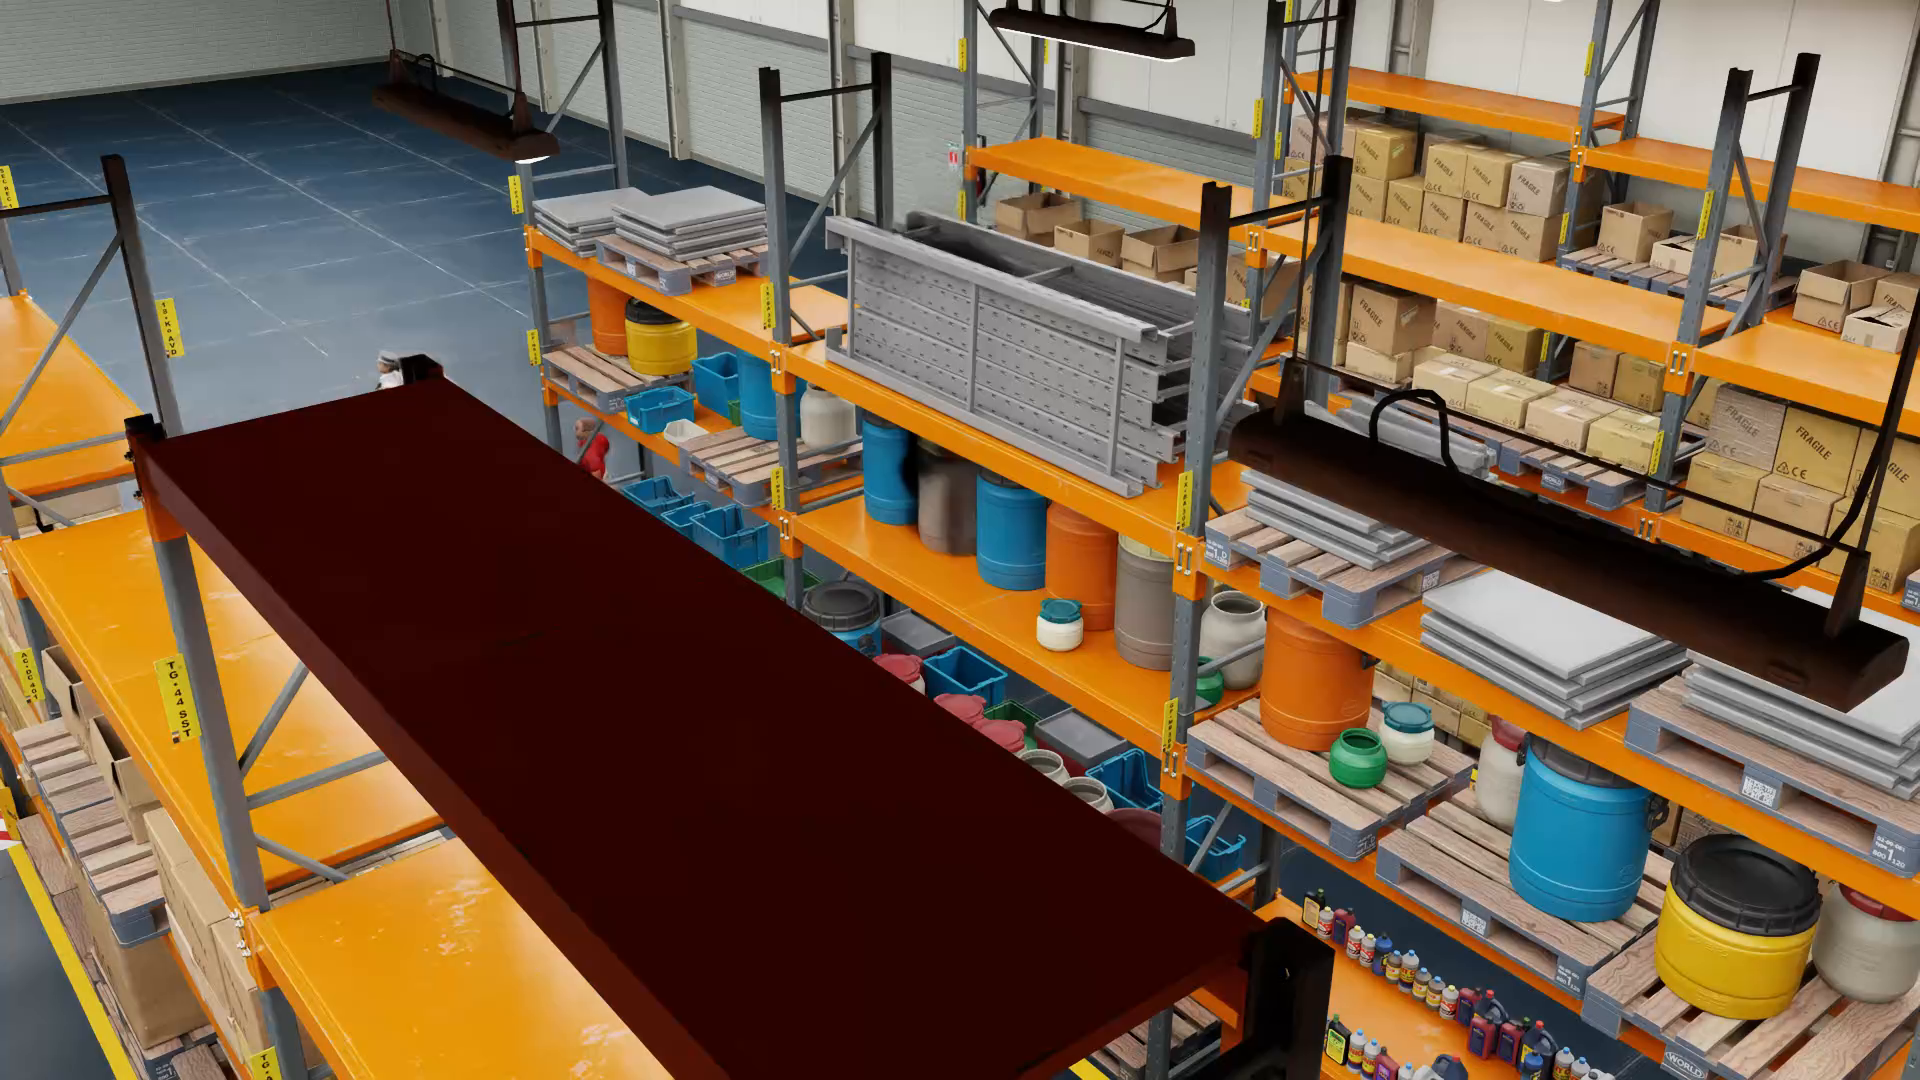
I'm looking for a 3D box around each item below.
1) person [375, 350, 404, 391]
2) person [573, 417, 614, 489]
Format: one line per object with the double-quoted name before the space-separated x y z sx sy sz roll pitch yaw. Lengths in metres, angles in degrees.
"person" -6.503 -1.383 19.130 0.921 1.681 0.611 -7 27 -14
"person" -3.888 -0.536 17.473 0.525 1.663 0.718 3 26 6
